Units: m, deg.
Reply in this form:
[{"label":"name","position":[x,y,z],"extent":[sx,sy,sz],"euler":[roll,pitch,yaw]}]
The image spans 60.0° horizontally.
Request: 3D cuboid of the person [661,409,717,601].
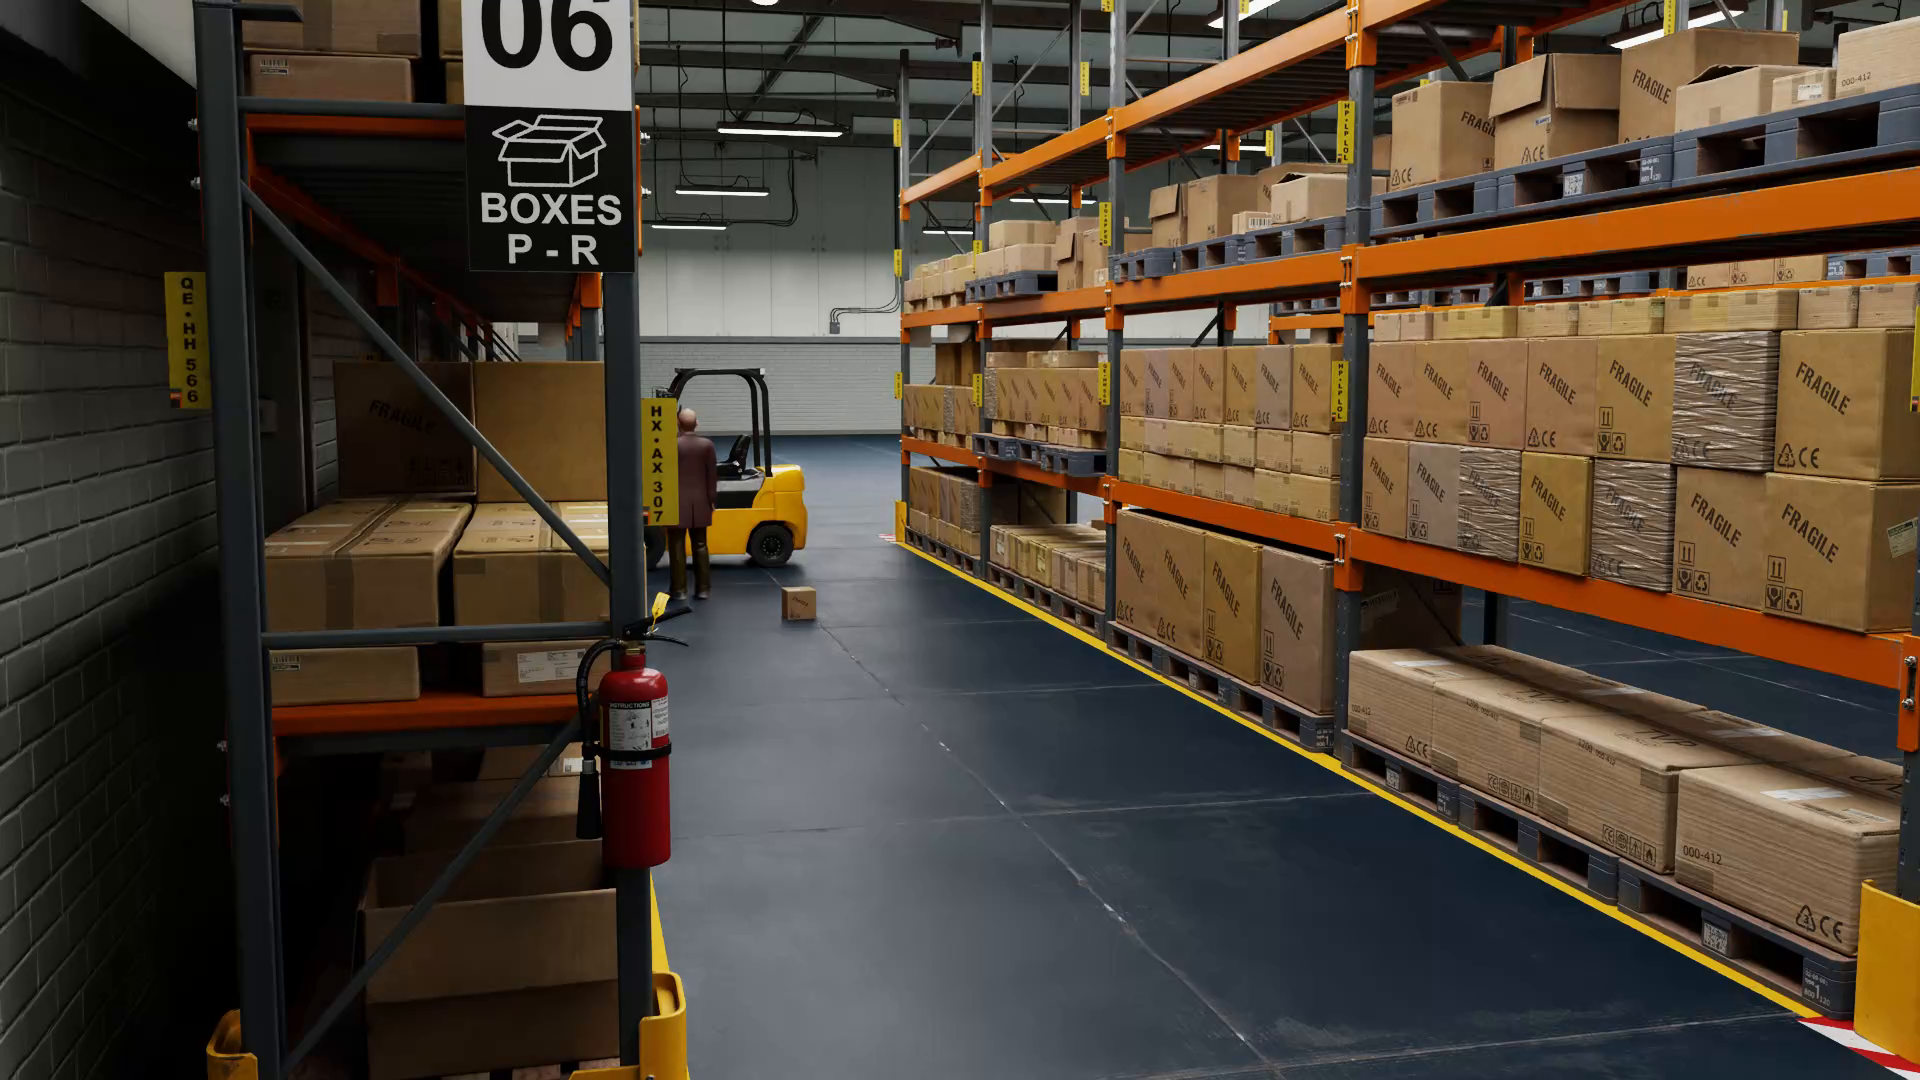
[{"label":"person","position":[-2.562,-0.334,15.540],"extent":[0.566,1.785,0.396],"euler":[-3,7,-30]}]
